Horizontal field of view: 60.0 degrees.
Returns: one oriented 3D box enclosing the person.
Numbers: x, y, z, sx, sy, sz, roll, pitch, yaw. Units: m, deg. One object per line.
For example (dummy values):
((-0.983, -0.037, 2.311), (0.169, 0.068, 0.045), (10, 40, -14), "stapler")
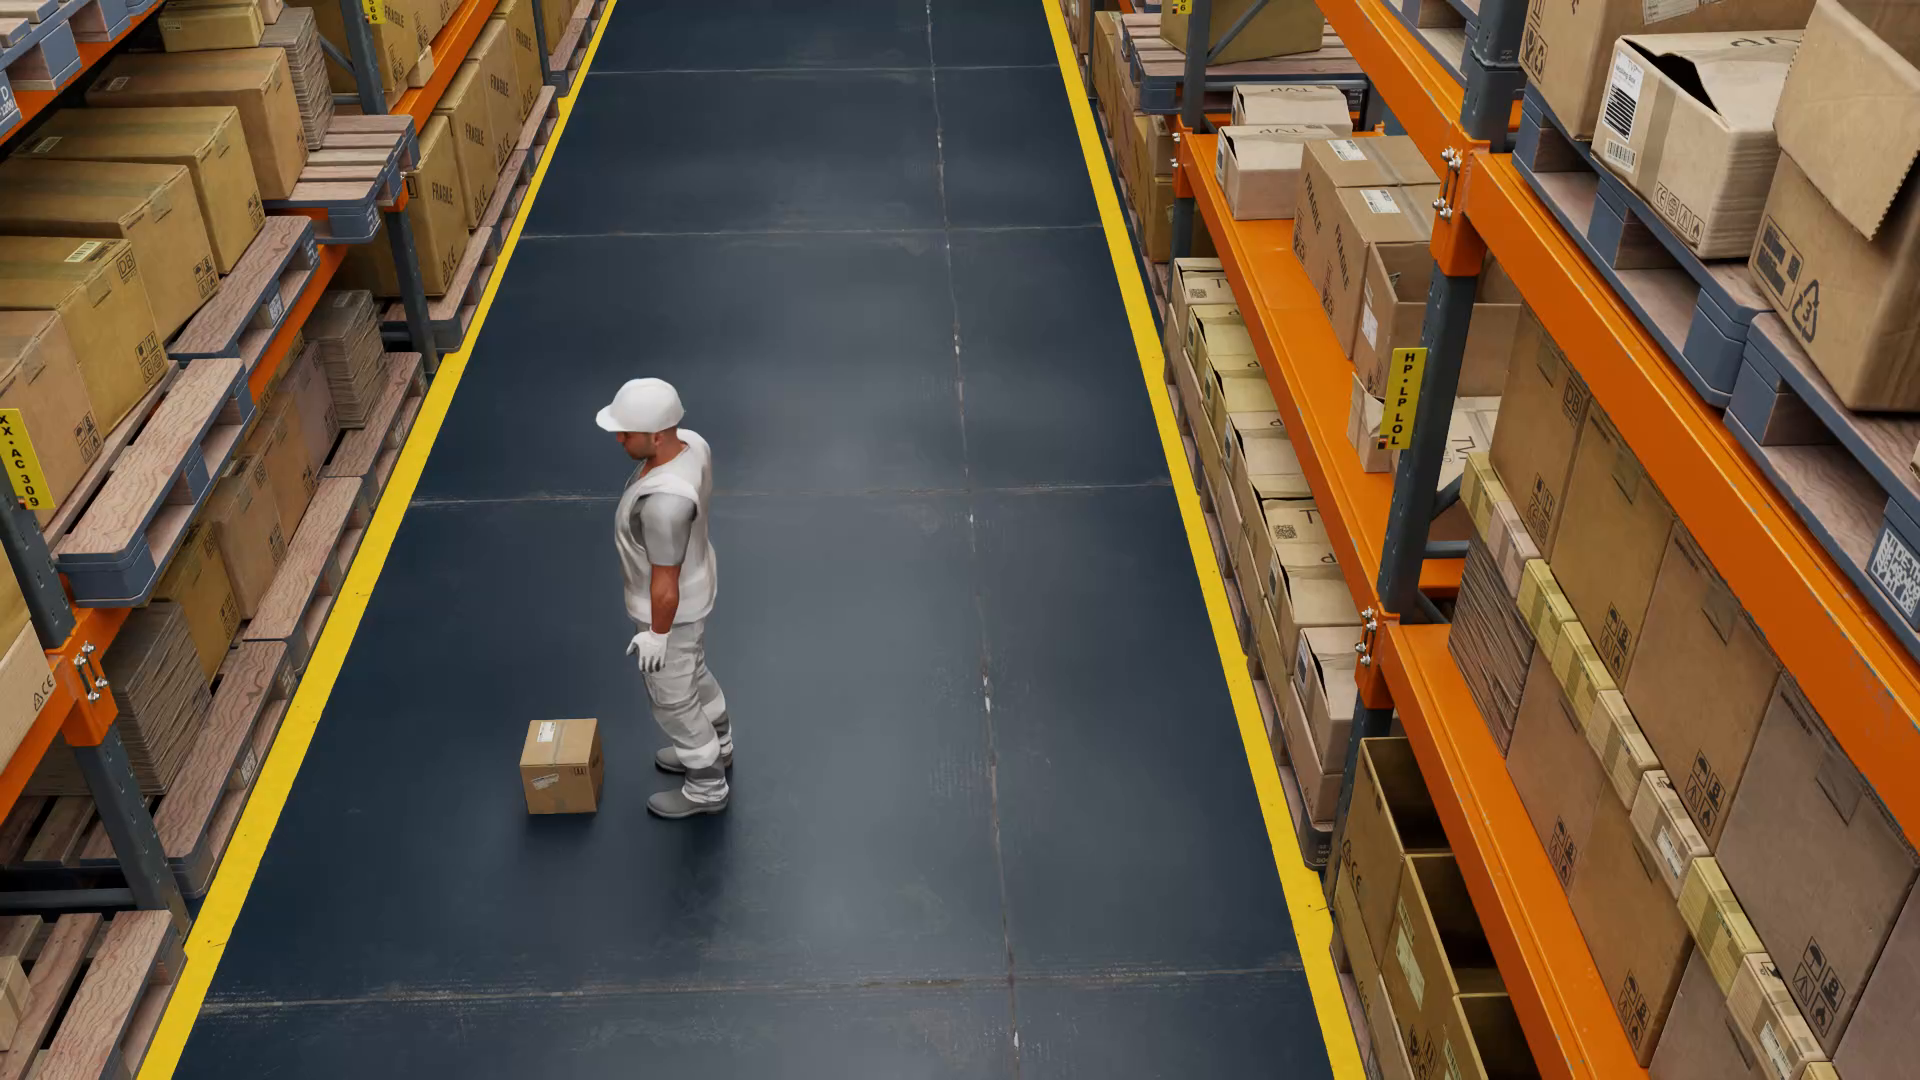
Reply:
((-1.007, 0.218, 5.818), (0.344, 1.780, 0.527), (-1, 35, -1), "person")
